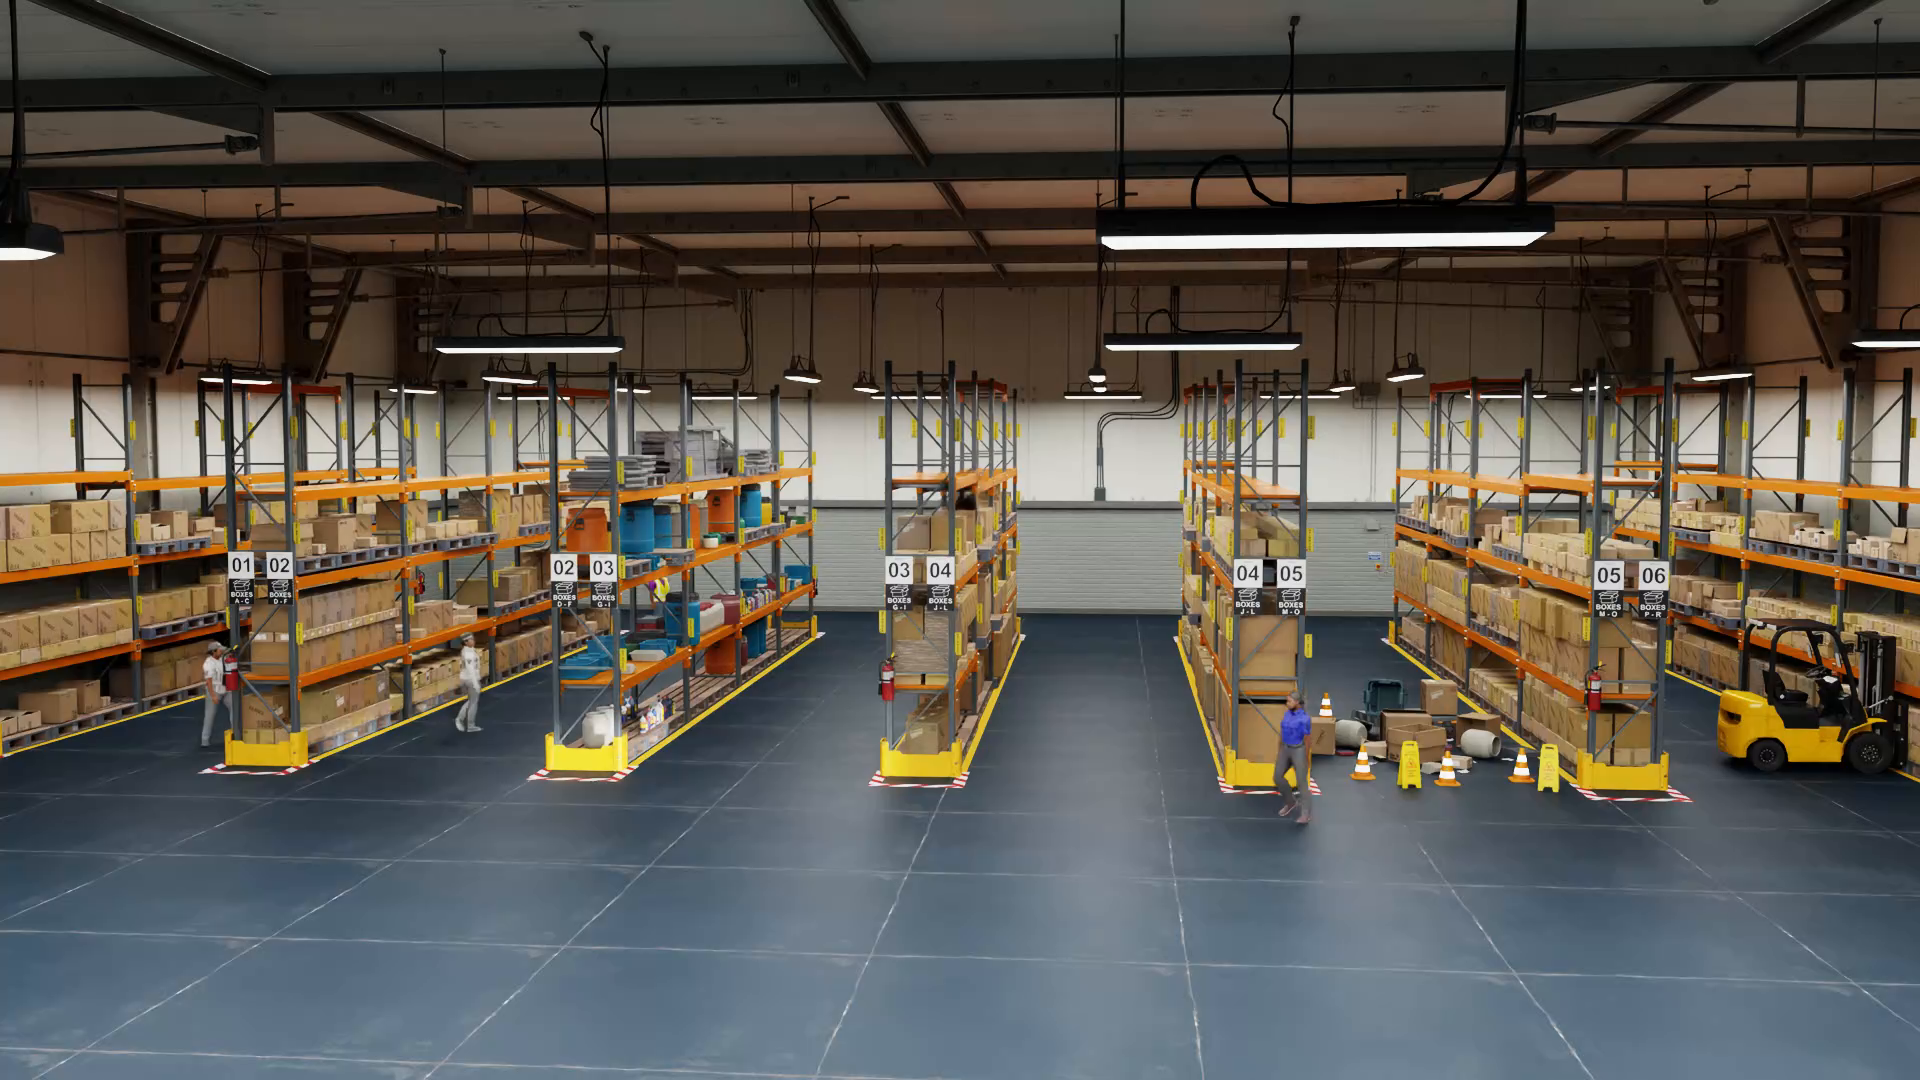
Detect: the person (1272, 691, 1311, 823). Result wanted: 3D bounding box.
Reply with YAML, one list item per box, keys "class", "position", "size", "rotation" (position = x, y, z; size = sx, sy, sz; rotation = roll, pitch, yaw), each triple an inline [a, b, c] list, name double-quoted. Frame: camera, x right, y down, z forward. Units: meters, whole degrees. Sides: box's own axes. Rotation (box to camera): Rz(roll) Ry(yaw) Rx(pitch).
- class: "person"
  position: [4.299, 2.762, 21.335]
  size: [0.391, 1.676, 0.566]
  rotation: [-3, 5, -34]

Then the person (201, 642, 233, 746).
- class: "person"
  position: [-11.739, 2.446, 26.480]
  size: [0.573, 1.679, 0.664]
  rotation: [2, 4, 33]

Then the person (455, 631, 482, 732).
- class: "person"
  position: [-8.111, 2.337, 27.493]
  size: [0.481, 1.687, 0.473]
  rotation: [3, 5, 39]

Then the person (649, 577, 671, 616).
- class: "person"
  position: [-7.152, 1.508, 39.833]
  size: [0.405, 1.789, 0.597]
  rotation: [3, 5, 34]

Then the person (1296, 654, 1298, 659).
- class: "person"
  position: [7.253, 1.787, 36.387]
  size: [0.378, 1.652, 0.543]
  rotation: [1, 4, 12]
